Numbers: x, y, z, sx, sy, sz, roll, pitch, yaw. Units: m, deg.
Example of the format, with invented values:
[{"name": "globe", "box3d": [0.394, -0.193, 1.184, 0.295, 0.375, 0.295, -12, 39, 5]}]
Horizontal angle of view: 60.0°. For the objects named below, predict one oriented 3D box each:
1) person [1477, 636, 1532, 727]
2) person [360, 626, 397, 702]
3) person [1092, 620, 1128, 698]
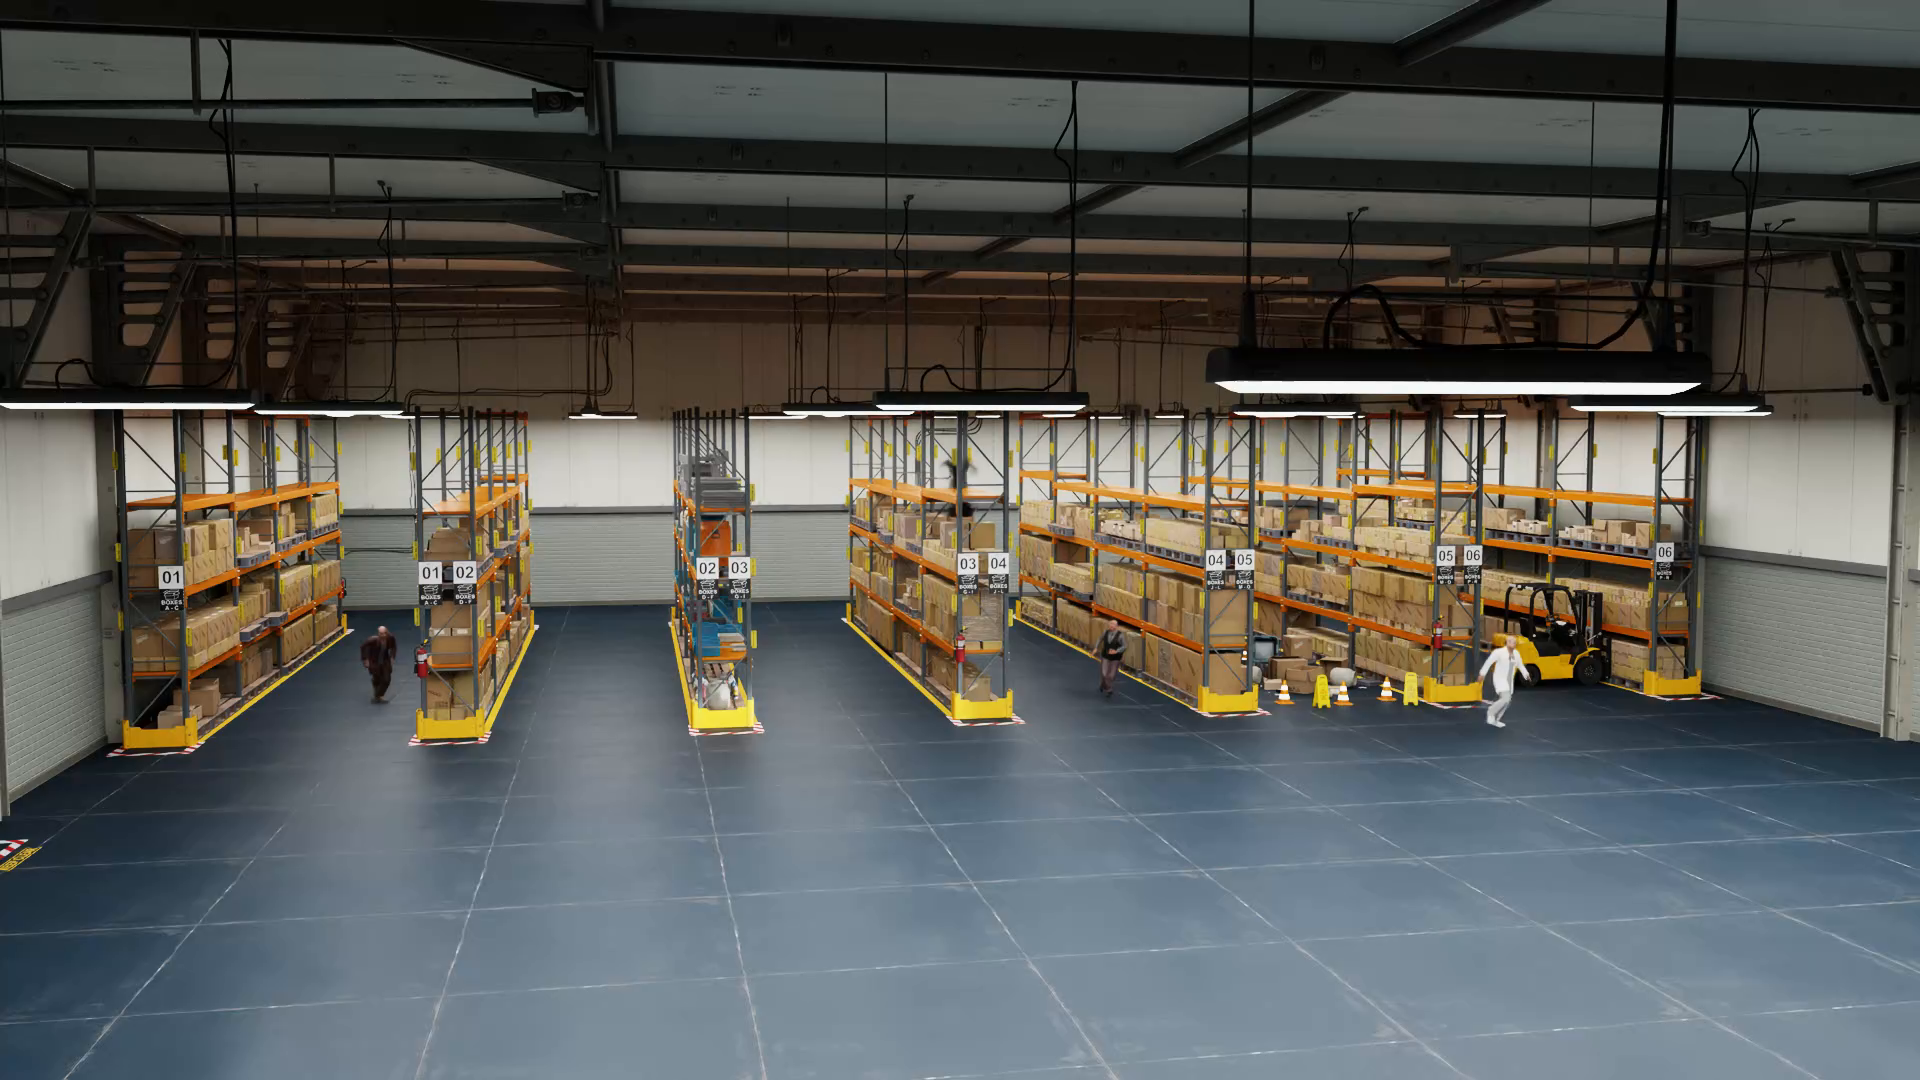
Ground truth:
[{"name": "person", "box3d": [10.206, 2.646, 31.029, 0.683, 1.739, 0.851, -2, 5, -29]}, {"name": "person", "box3d": [-11.910, 2.522, 34.003, 0.730, 1.587, 0.958, -3, 5, -34]}, {"name": "person", "box3d": [3.129, 2.420, 34.670, 0.756, 1.559, 0.582, 1, 4, 11]}]
